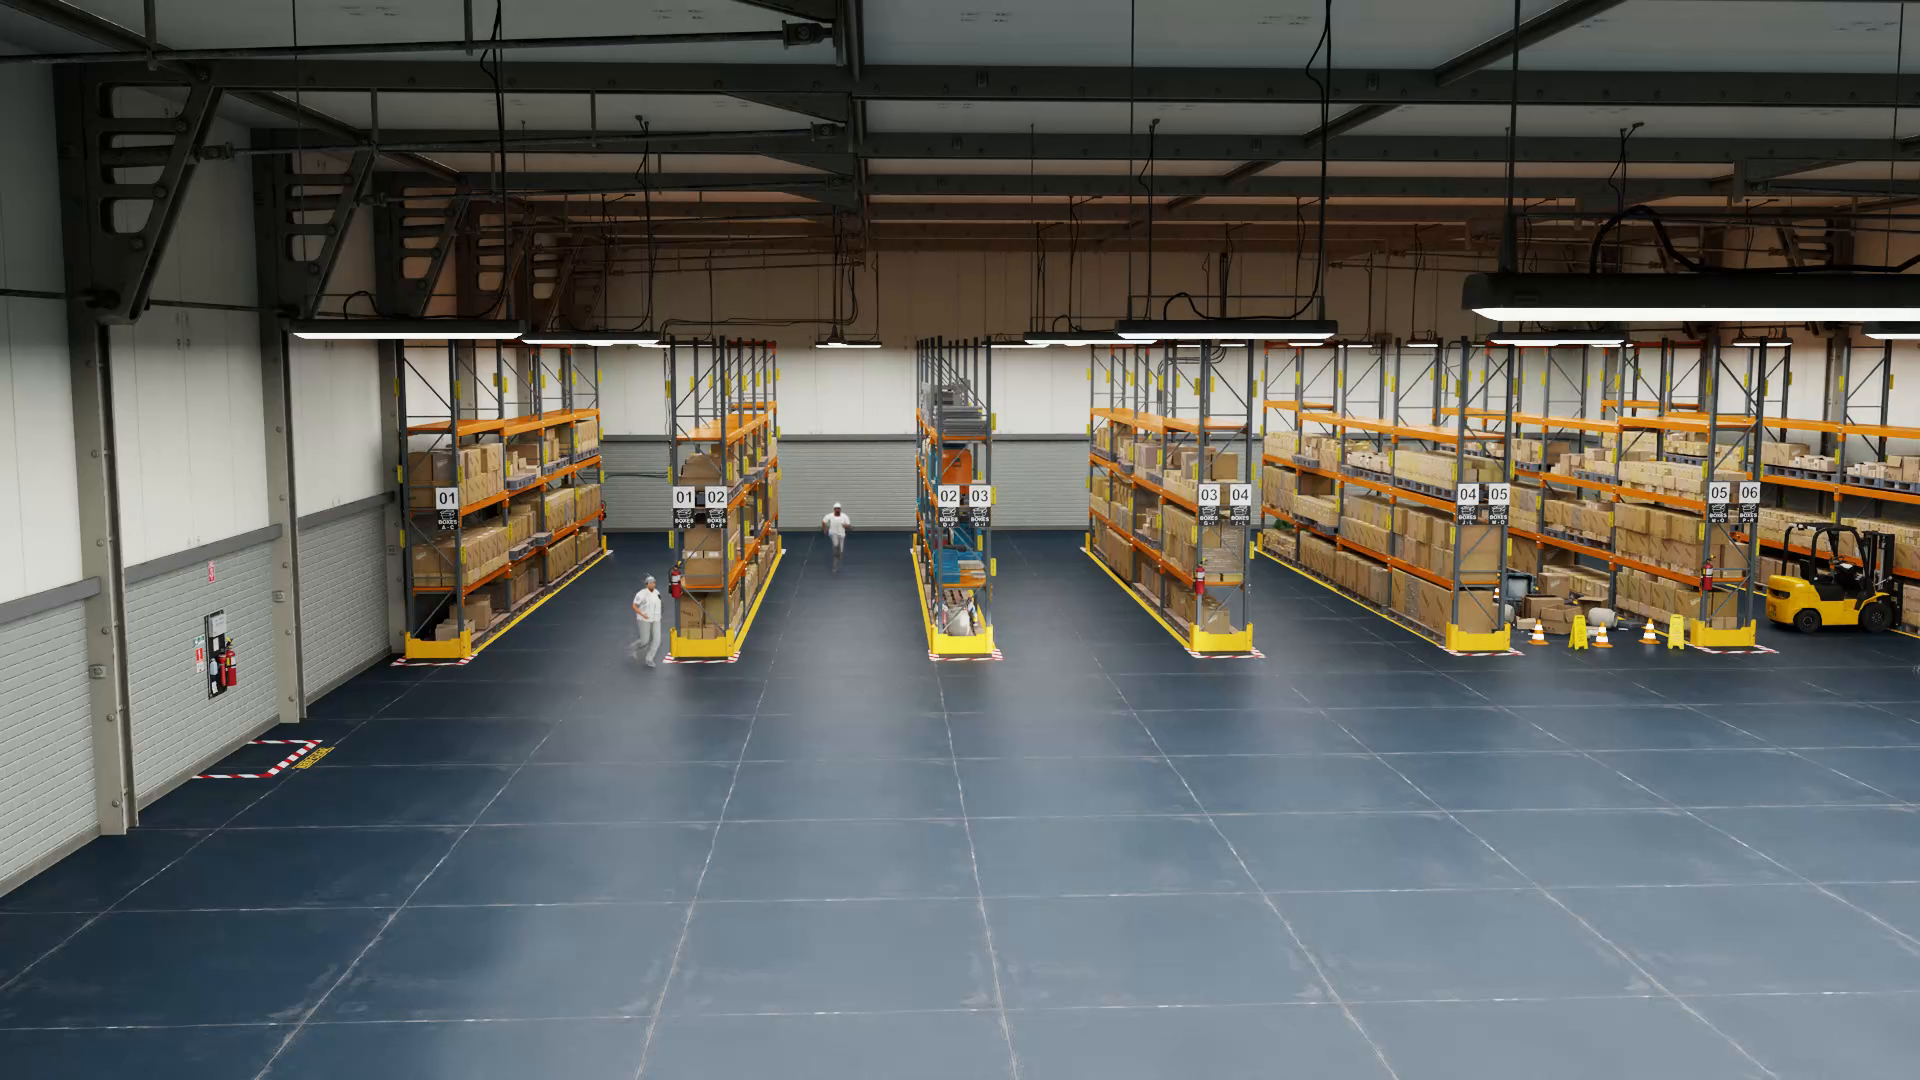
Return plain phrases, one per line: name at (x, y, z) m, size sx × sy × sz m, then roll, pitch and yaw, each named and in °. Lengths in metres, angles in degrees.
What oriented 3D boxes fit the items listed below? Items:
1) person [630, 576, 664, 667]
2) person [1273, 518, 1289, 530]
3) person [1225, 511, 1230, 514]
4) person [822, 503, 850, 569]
person at (-5.706, 1.474, 30.447) m, size 0.635 × 1.634 × 0.664 m, roll -6°, pitch 9°, yaw -42°
person at (9.495, -0.726, 49.238) m, size 0.683 × 1.728 × 0.943 m, roll 3°, pitch 7°, yaw 22°
person at (7.573, -0.345, 45.881) m, size 0.709 × 1.763 × 0.879 m, roll 0°, pitch 6°, yaw -1°
person at (-3.179, -0.094, 43.111) m, size 0.672 × 1.740 × 0.831 m, roll -2°, pitch 7°, yaw -16°
